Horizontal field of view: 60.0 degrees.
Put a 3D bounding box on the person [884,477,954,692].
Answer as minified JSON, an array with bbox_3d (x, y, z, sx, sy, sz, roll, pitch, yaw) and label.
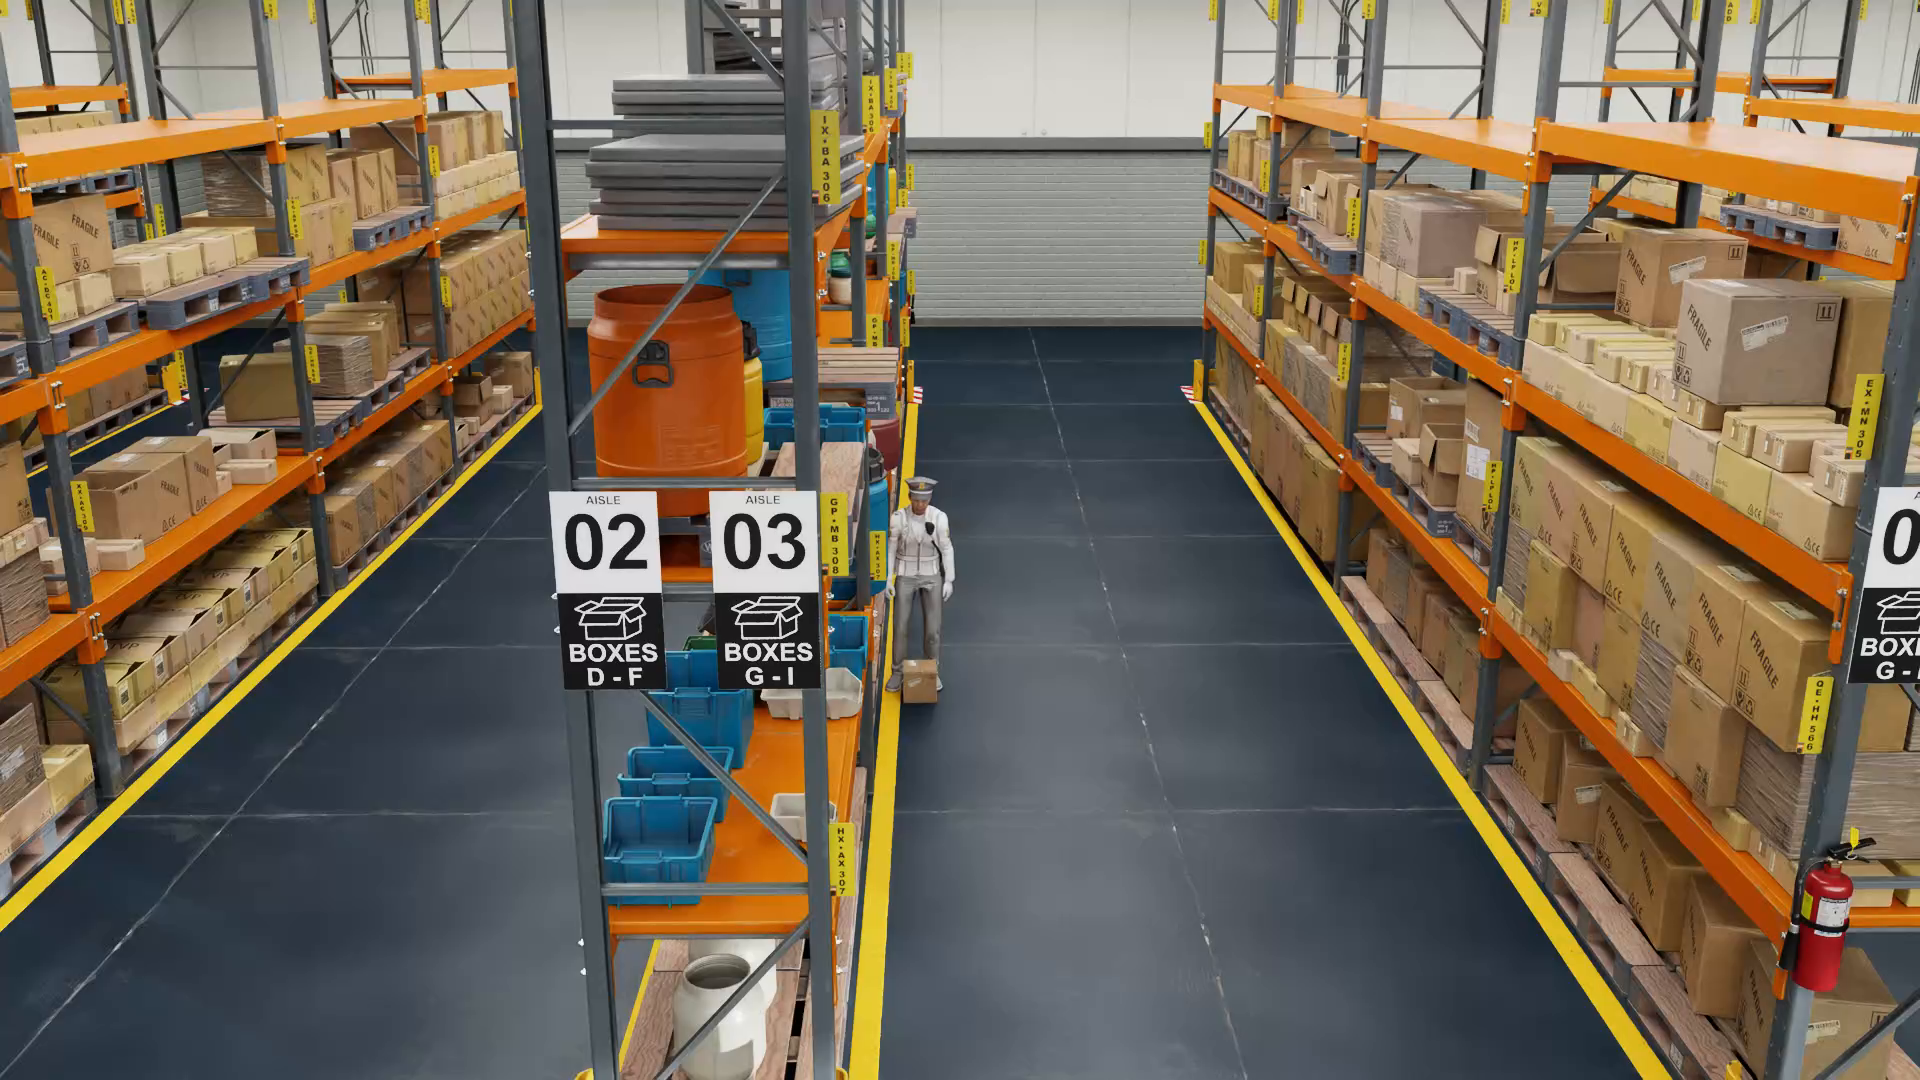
[{"bbox_3d":[-0.310,0.318,12.516,0.537,1.662,0.378,-1,17,-2],"label":"person"}]
